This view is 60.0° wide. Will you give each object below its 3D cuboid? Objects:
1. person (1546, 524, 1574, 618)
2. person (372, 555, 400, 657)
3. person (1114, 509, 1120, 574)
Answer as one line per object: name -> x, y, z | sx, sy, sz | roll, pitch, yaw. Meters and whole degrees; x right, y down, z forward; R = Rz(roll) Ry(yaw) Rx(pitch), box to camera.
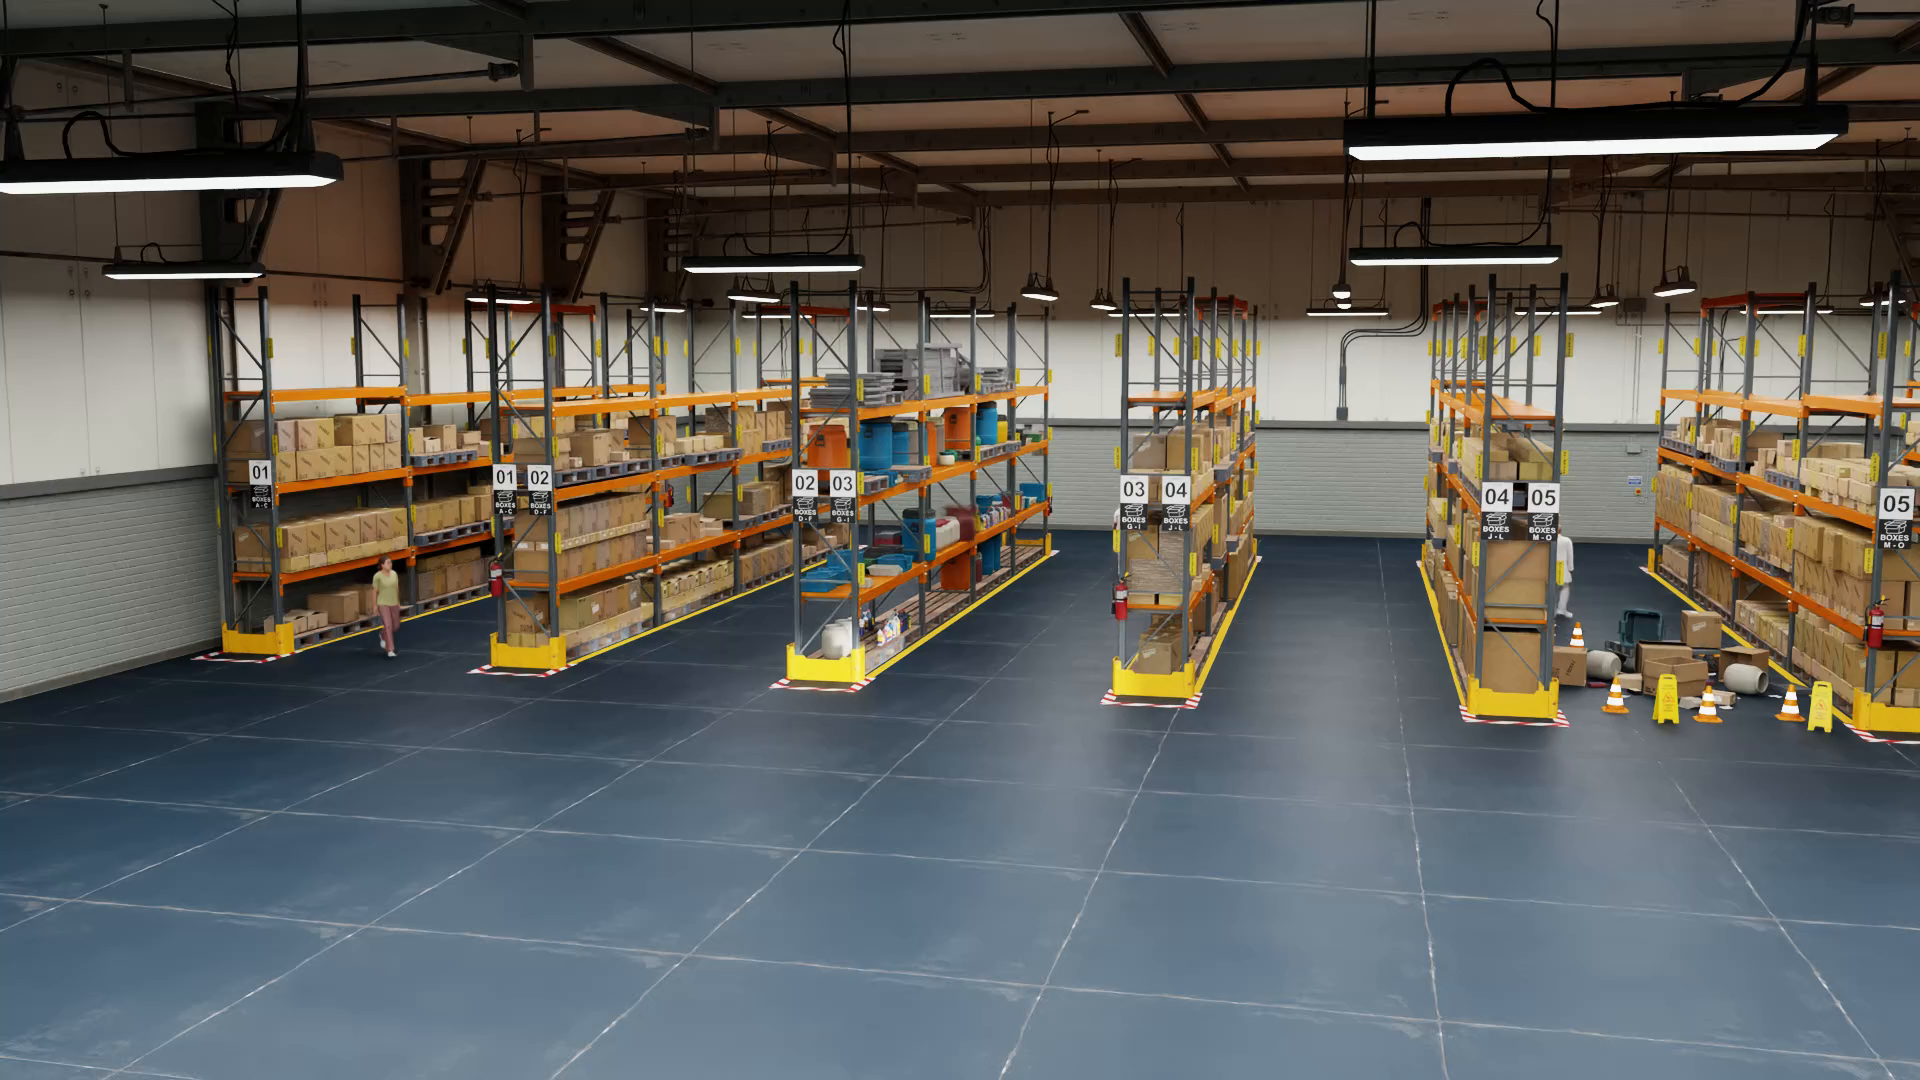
person -> 11.111, 0.570, 30.983 | 0.614, 1.775, 0.613 | 1, 7, 12
person -> -9.384, 1.051, 27.171 | 0.461, 1.637, 0.813 | -6, 9, -40
person -> 3.716, -0.107, 37.037 | 0.553, 1.705, 1.105 | 0, 7, 2
